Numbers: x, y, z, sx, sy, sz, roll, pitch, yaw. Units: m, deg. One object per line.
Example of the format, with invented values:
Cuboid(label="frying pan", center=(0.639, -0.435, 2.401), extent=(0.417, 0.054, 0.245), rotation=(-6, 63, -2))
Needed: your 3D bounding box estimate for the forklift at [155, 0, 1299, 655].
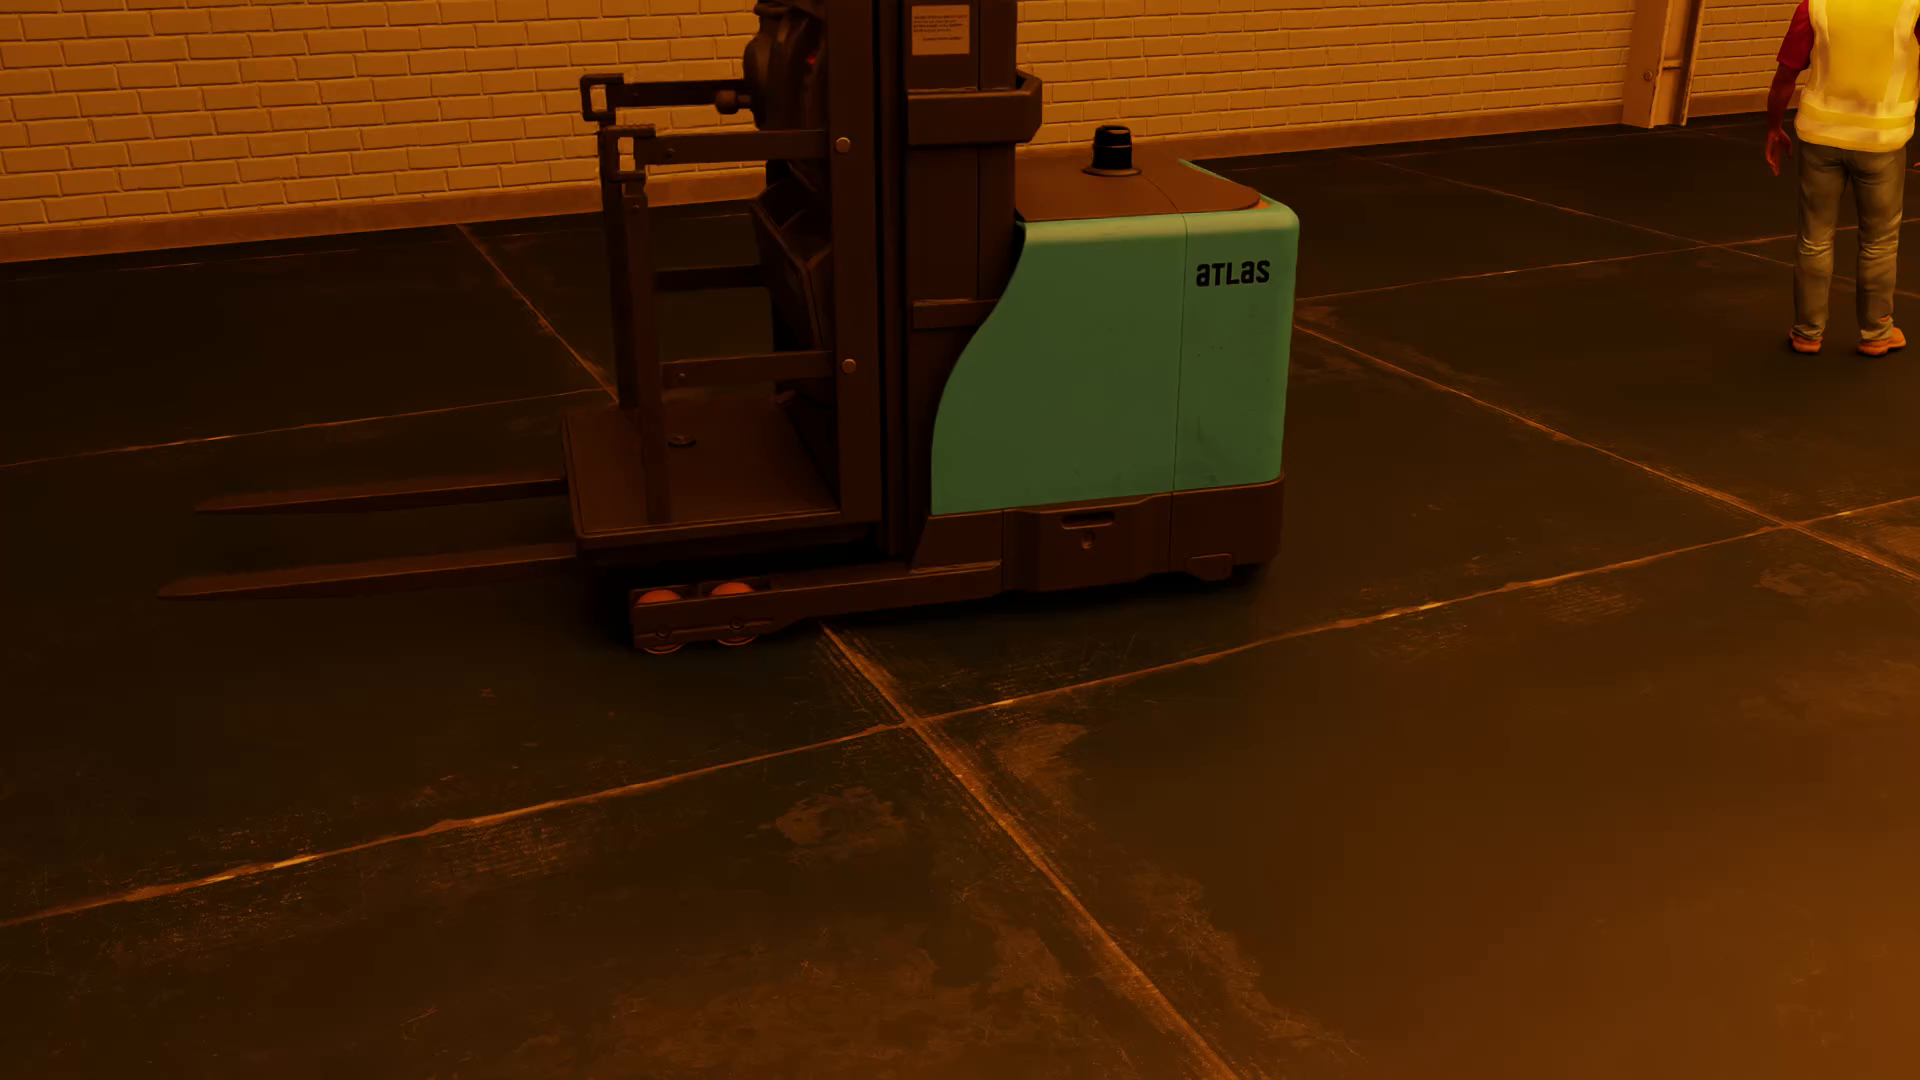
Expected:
Cuboid(label="forklift", center=(-0.645, -1.277, 4.359), extent=(3.031, 2.935, 1.130), rotation=(-6, 23, -14))

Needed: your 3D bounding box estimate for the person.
Cuboid(label="person", center=(3.628, -1.638, 6.729), extent=(0.666, 1.765, 0.577), rotation=(15, 27, 32))
